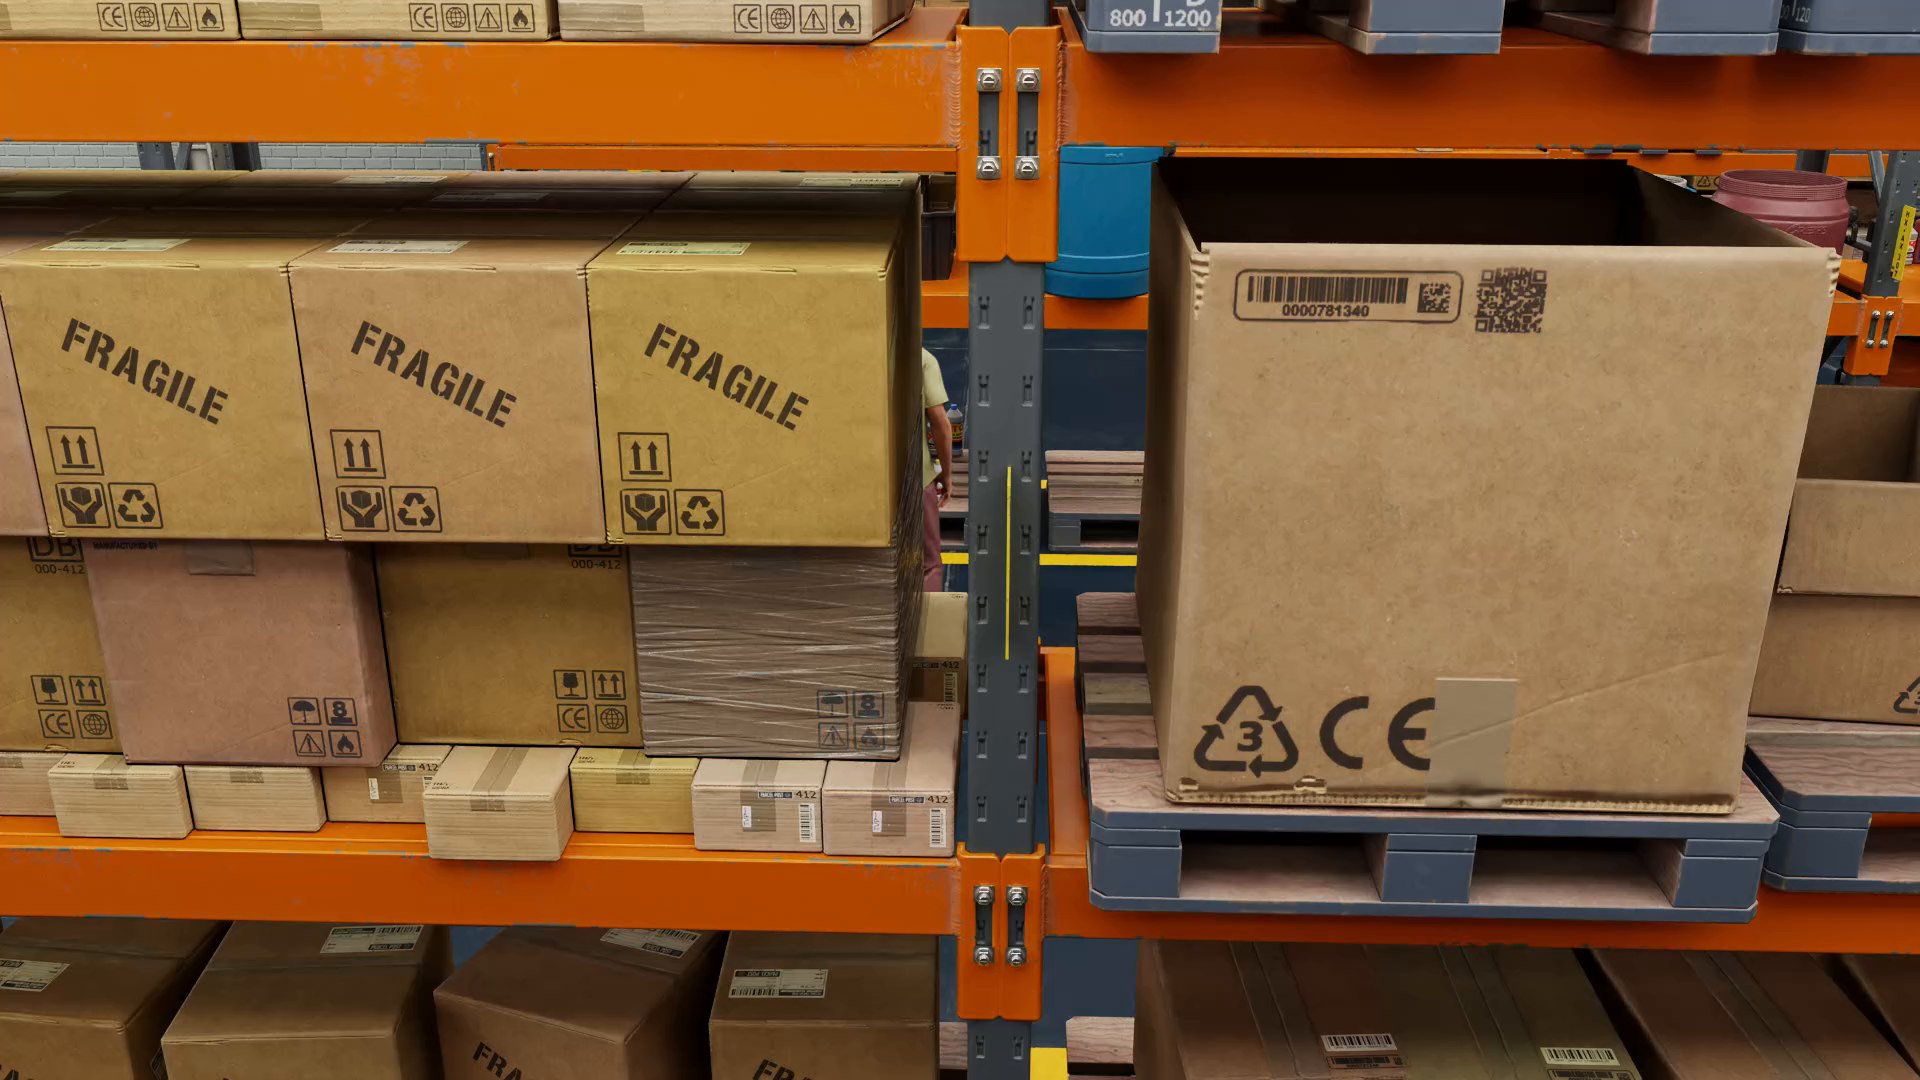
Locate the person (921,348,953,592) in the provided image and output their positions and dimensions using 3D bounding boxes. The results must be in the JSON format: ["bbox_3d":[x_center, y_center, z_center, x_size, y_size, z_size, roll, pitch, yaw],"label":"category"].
[{"bbox_3d":[-0.278,-0.237,6.704,0.519,1.673,0.408,0,21,-1],"label":"person"}]
